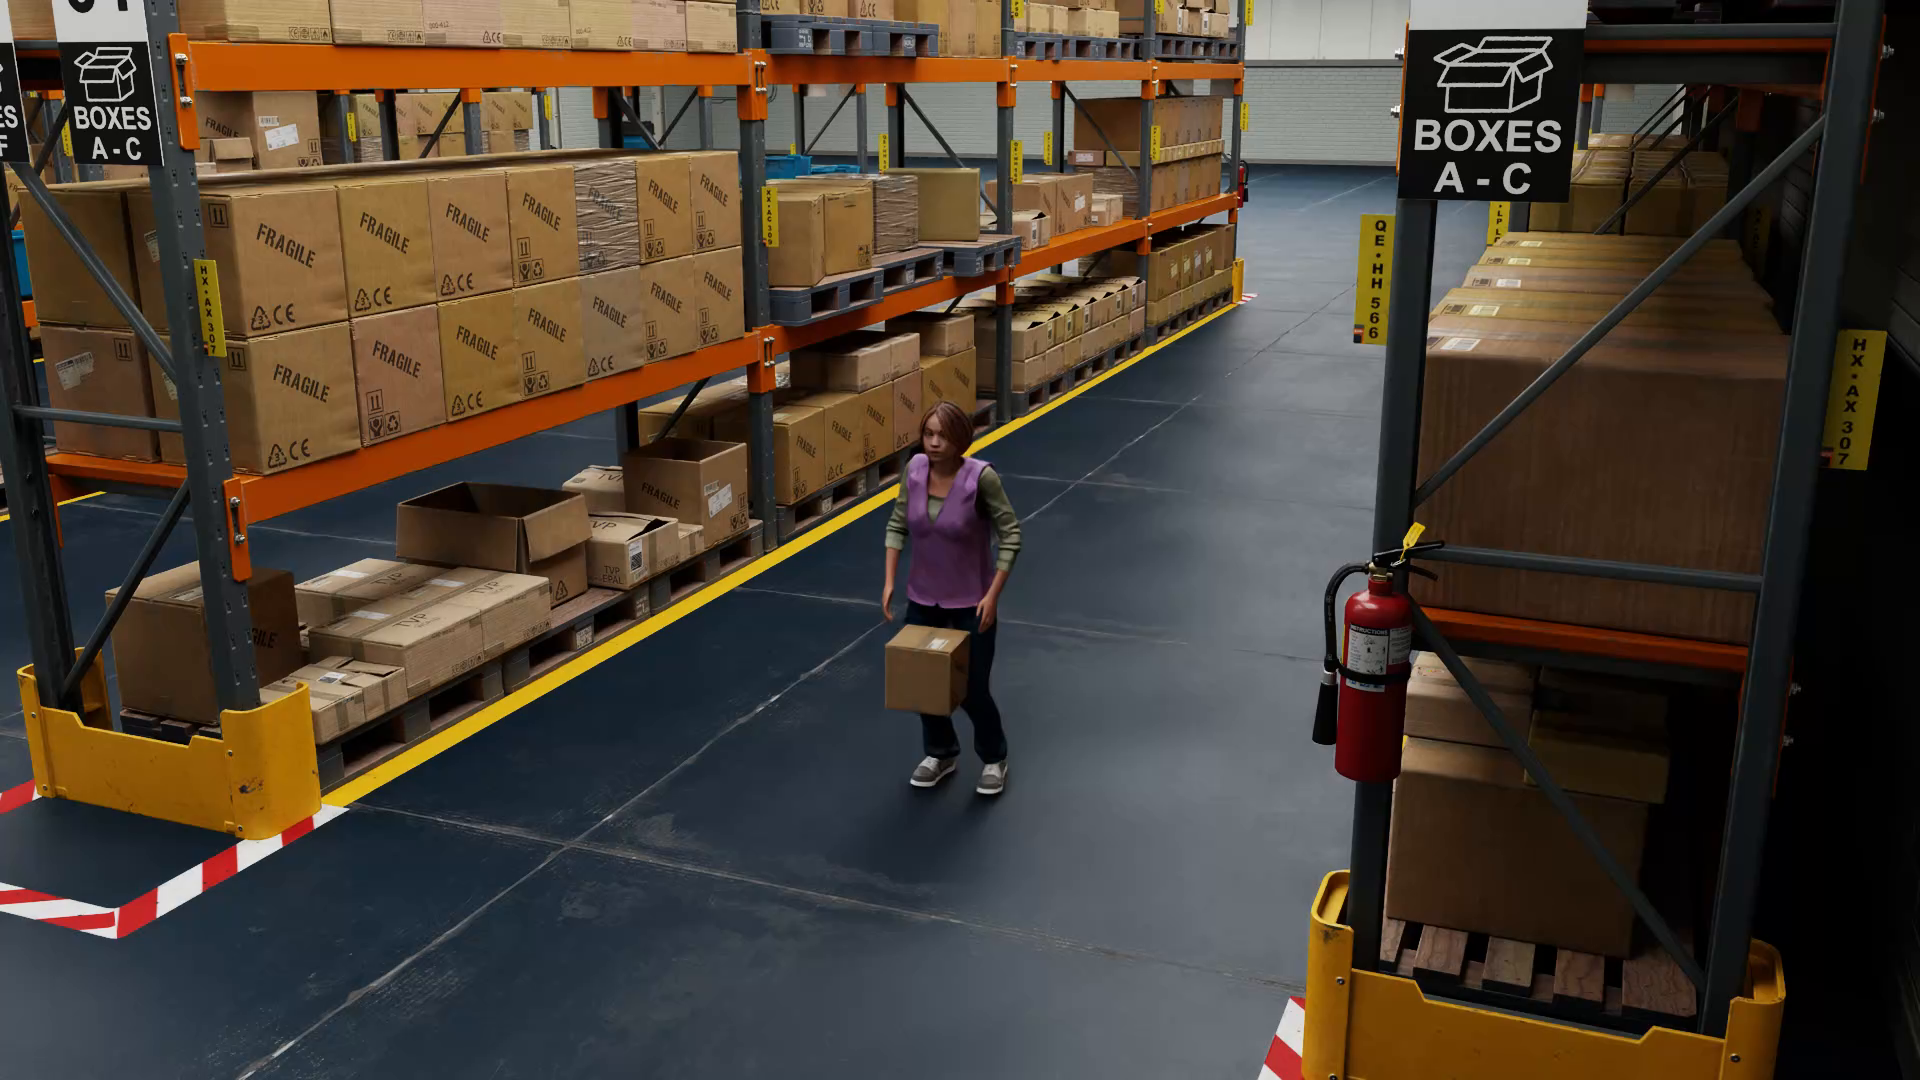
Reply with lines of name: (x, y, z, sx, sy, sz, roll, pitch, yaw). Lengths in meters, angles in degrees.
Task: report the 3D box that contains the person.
person: (-0.030, 0.228, 6.295, 0.536, 1.563, 0.443, 7, 17, 23)
